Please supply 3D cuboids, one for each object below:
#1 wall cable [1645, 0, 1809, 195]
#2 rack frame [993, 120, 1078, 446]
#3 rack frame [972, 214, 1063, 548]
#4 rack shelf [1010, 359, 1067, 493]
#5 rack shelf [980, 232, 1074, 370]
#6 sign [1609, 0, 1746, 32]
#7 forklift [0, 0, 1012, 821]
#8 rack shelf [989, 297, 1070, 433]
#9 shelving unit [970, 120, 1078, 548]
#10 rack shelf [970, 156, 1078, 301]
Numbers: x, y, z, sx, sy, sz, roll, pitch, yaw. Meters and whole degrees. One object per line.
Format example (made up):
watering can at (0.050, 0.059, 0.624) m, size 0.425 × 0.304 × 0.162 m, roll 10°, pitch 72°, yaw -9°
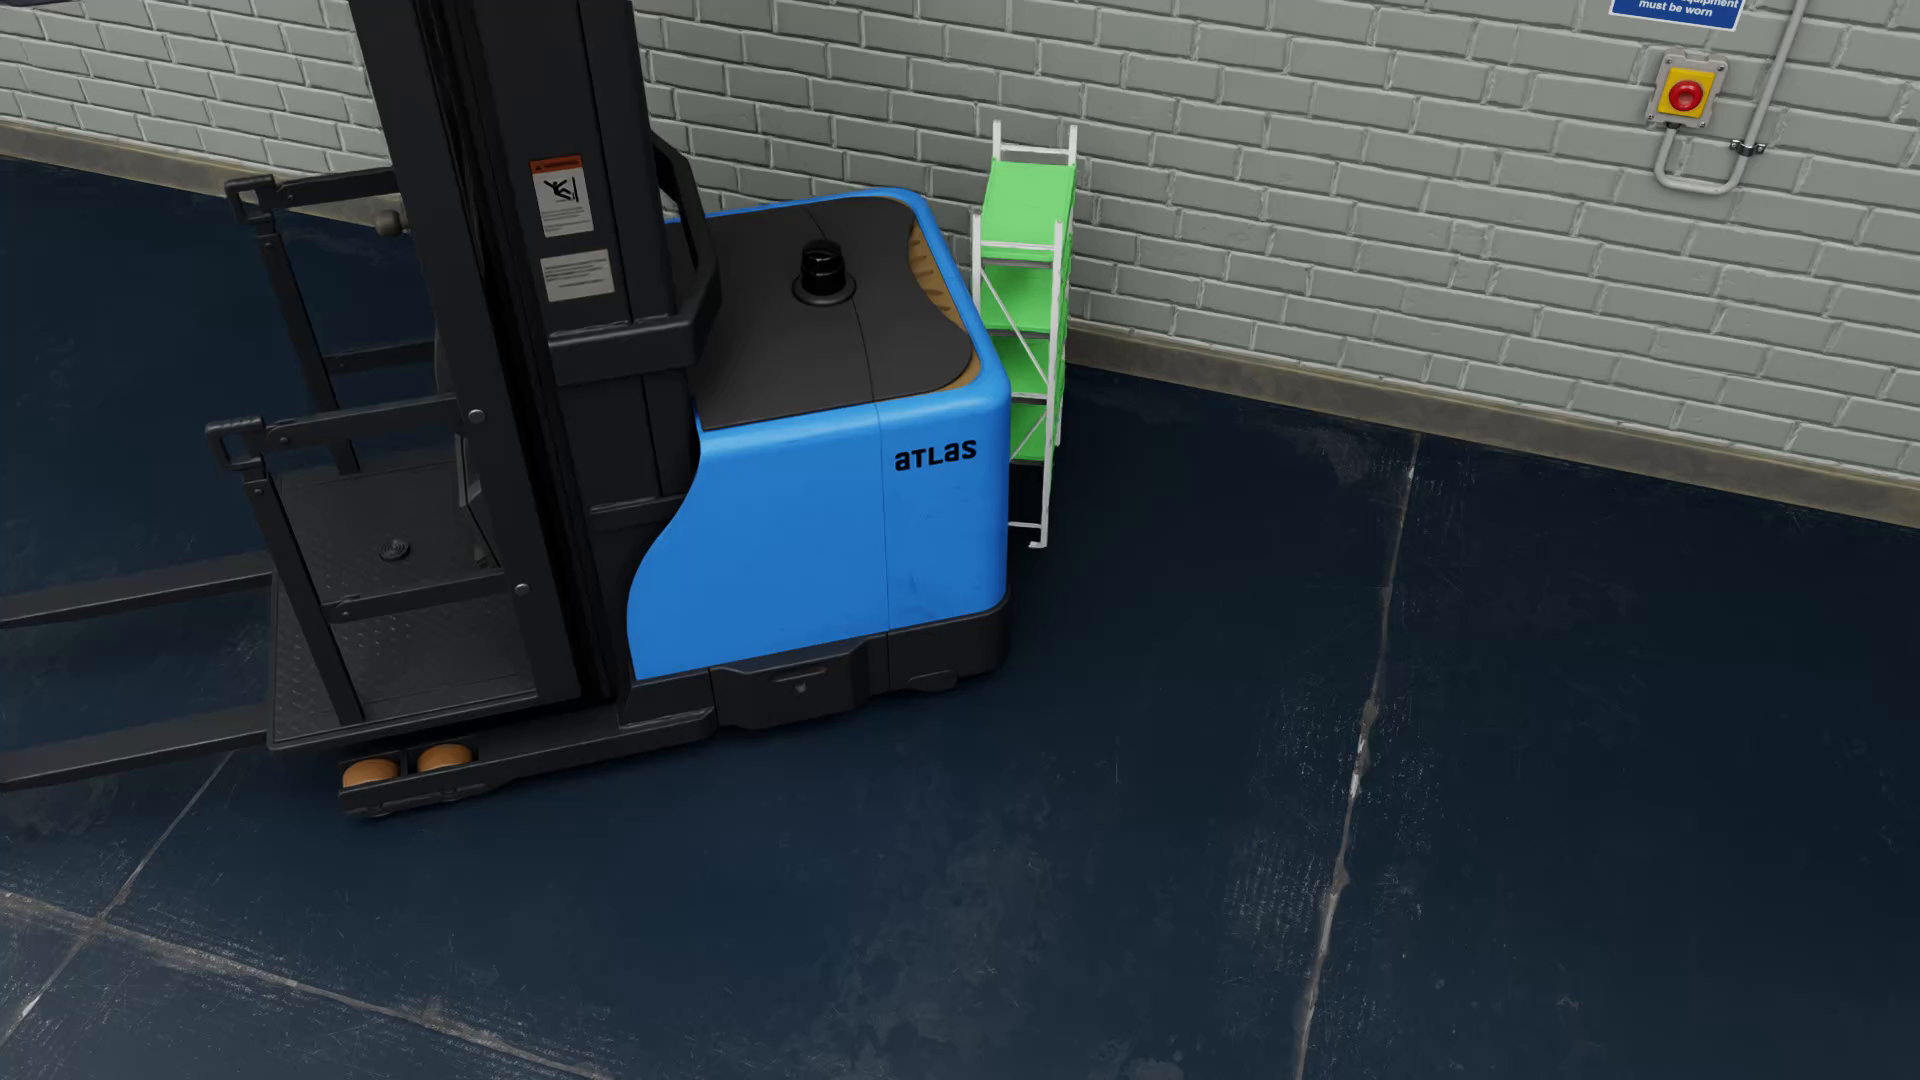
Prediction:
wall cable at (1.949, -1.702, 4.096) m, size 0.585 × 1.953 × 0.123 m, roll 13°, pitch 46°, yaw 13°
rack frame at (0.216, -0.759, 5.168) m, size 0.240 × 1.200 × 0.015 m, roll 5°, pitch 45°, yaw 5°
rack frame at (0.154, -0.420, 4.822) m, size 0.240 × 1.200 × 0.015 m, roll 5°, pitch 45°, yaw 5°
rack shelf at (0.185, -0.372, 5.207) m, size 0.258 × 0.148 × 0.480 m, roll 5°, pitch 45°, yaw 5°
rack shelf at (0.185, -0.716, 4.872) m, size 0.258 × 0.148 × 0.480 m, roll 5°, pitch 45°, yaw 5°
sign at (1.922, -1.475, 4.420) m, size 0.327 × 0.218 × 0.001 m, roll 13°, pitch 46°, yaw 13°
forklift at (-1.432, -0.712, 3.882) m, size 3.031 × 2.935 × 1.130 m, roll -11°, pitch 45°, yaw -11°
rack shelf at (0.185, -0.544, 5.039) m, size 0.258 × 0.148 × 0.480 m, roll 5°, pitch 45°, yaw 5°
shelving unit at (0.185, -0.590, 4.995) m, size 0.258 × 1.200 × 0.503 m, roll 5°, pitch 45°, yaw 5°
rack shelf at (0.185, -0.887, 4.704) m, size 0.258 × 0.148 × 0.480 m, roll 5°, pitch 45°, yaw 5°
